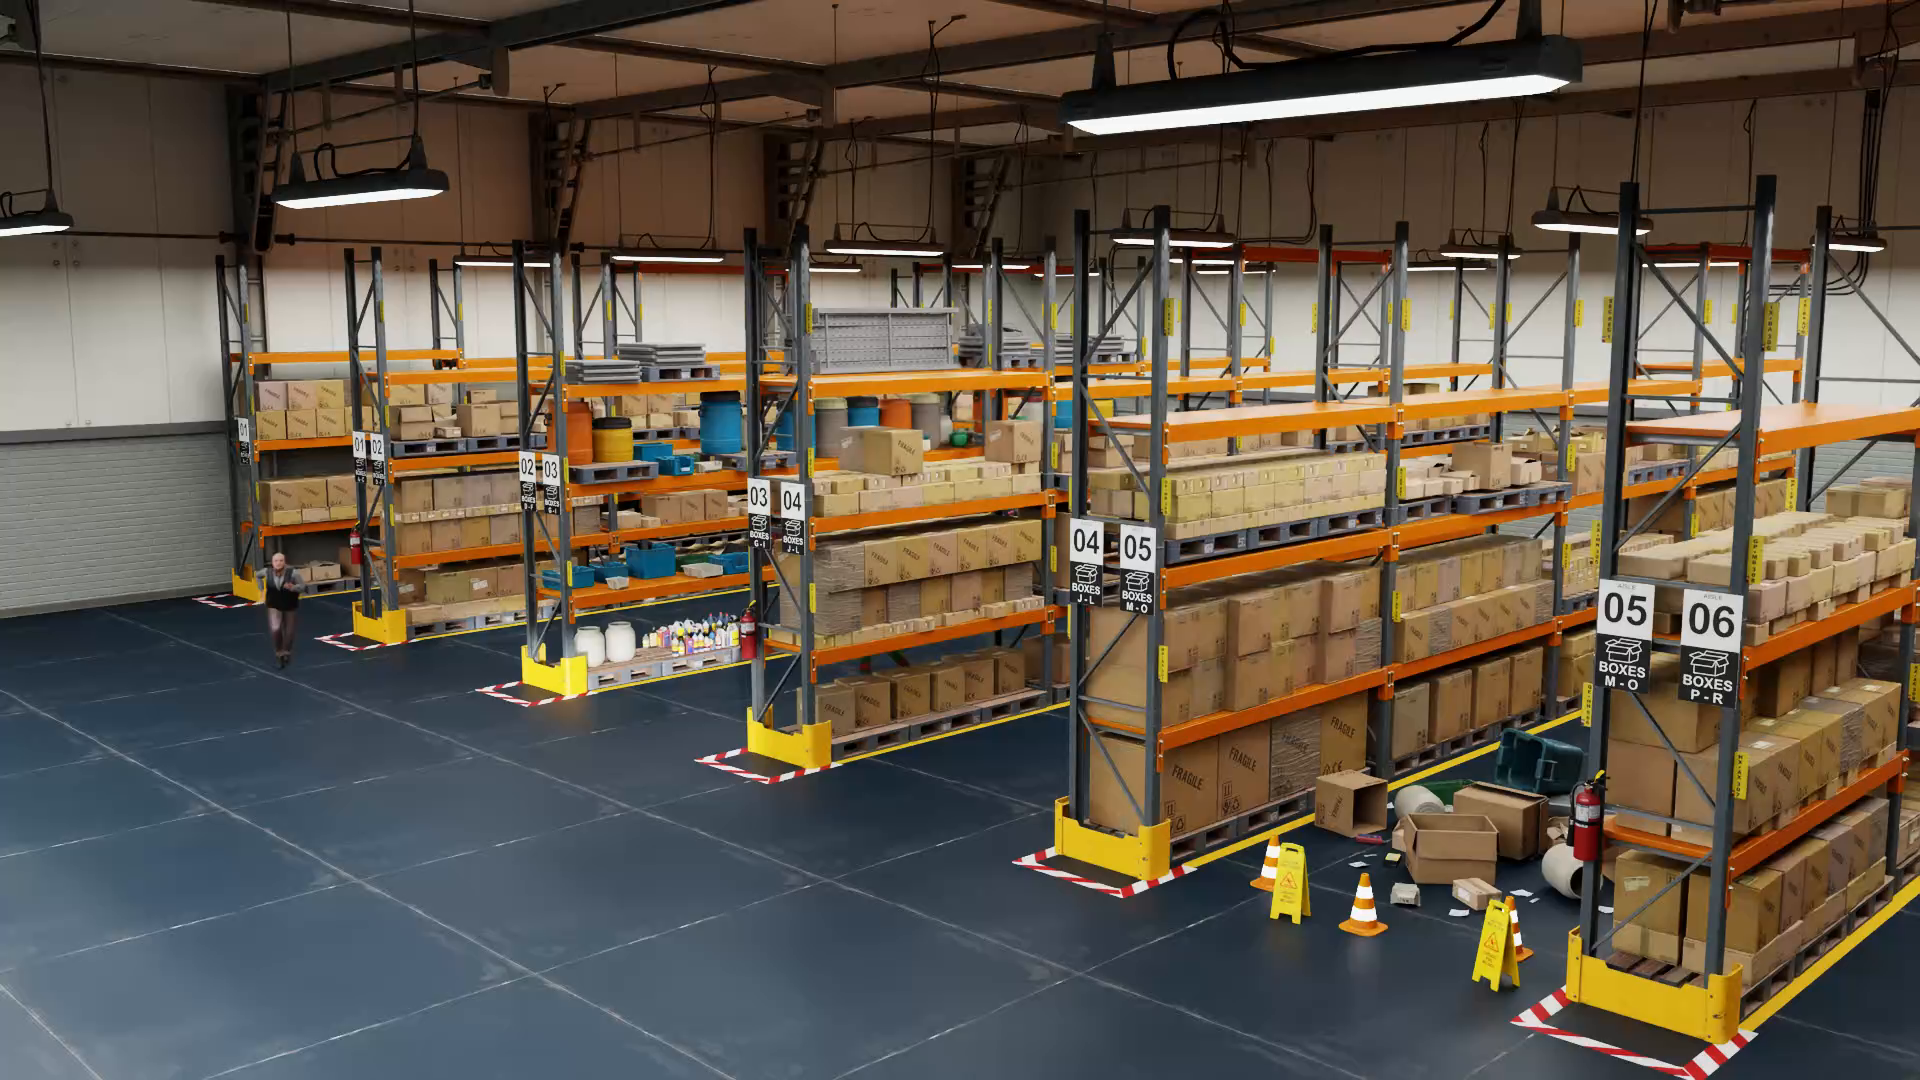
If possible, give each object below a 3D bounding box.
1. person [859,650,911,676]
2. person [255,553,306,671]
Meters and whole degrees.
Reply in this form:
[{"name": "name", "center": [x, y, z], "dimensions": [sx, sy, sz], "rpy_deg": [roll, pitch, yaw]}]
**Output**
[{"name": "person", "center": [-1.000, 1.163, 22.153], "dimensions": [0.609, 1.835, 1.014], "rpy_deg": [6, 10, 38]}, {"name": "person", "center": [-9.618, 0.995, 23.594], "dimensions": [0.646, 1.680, 0.911], "rpy_deg": [-4, 9, -23]}]
